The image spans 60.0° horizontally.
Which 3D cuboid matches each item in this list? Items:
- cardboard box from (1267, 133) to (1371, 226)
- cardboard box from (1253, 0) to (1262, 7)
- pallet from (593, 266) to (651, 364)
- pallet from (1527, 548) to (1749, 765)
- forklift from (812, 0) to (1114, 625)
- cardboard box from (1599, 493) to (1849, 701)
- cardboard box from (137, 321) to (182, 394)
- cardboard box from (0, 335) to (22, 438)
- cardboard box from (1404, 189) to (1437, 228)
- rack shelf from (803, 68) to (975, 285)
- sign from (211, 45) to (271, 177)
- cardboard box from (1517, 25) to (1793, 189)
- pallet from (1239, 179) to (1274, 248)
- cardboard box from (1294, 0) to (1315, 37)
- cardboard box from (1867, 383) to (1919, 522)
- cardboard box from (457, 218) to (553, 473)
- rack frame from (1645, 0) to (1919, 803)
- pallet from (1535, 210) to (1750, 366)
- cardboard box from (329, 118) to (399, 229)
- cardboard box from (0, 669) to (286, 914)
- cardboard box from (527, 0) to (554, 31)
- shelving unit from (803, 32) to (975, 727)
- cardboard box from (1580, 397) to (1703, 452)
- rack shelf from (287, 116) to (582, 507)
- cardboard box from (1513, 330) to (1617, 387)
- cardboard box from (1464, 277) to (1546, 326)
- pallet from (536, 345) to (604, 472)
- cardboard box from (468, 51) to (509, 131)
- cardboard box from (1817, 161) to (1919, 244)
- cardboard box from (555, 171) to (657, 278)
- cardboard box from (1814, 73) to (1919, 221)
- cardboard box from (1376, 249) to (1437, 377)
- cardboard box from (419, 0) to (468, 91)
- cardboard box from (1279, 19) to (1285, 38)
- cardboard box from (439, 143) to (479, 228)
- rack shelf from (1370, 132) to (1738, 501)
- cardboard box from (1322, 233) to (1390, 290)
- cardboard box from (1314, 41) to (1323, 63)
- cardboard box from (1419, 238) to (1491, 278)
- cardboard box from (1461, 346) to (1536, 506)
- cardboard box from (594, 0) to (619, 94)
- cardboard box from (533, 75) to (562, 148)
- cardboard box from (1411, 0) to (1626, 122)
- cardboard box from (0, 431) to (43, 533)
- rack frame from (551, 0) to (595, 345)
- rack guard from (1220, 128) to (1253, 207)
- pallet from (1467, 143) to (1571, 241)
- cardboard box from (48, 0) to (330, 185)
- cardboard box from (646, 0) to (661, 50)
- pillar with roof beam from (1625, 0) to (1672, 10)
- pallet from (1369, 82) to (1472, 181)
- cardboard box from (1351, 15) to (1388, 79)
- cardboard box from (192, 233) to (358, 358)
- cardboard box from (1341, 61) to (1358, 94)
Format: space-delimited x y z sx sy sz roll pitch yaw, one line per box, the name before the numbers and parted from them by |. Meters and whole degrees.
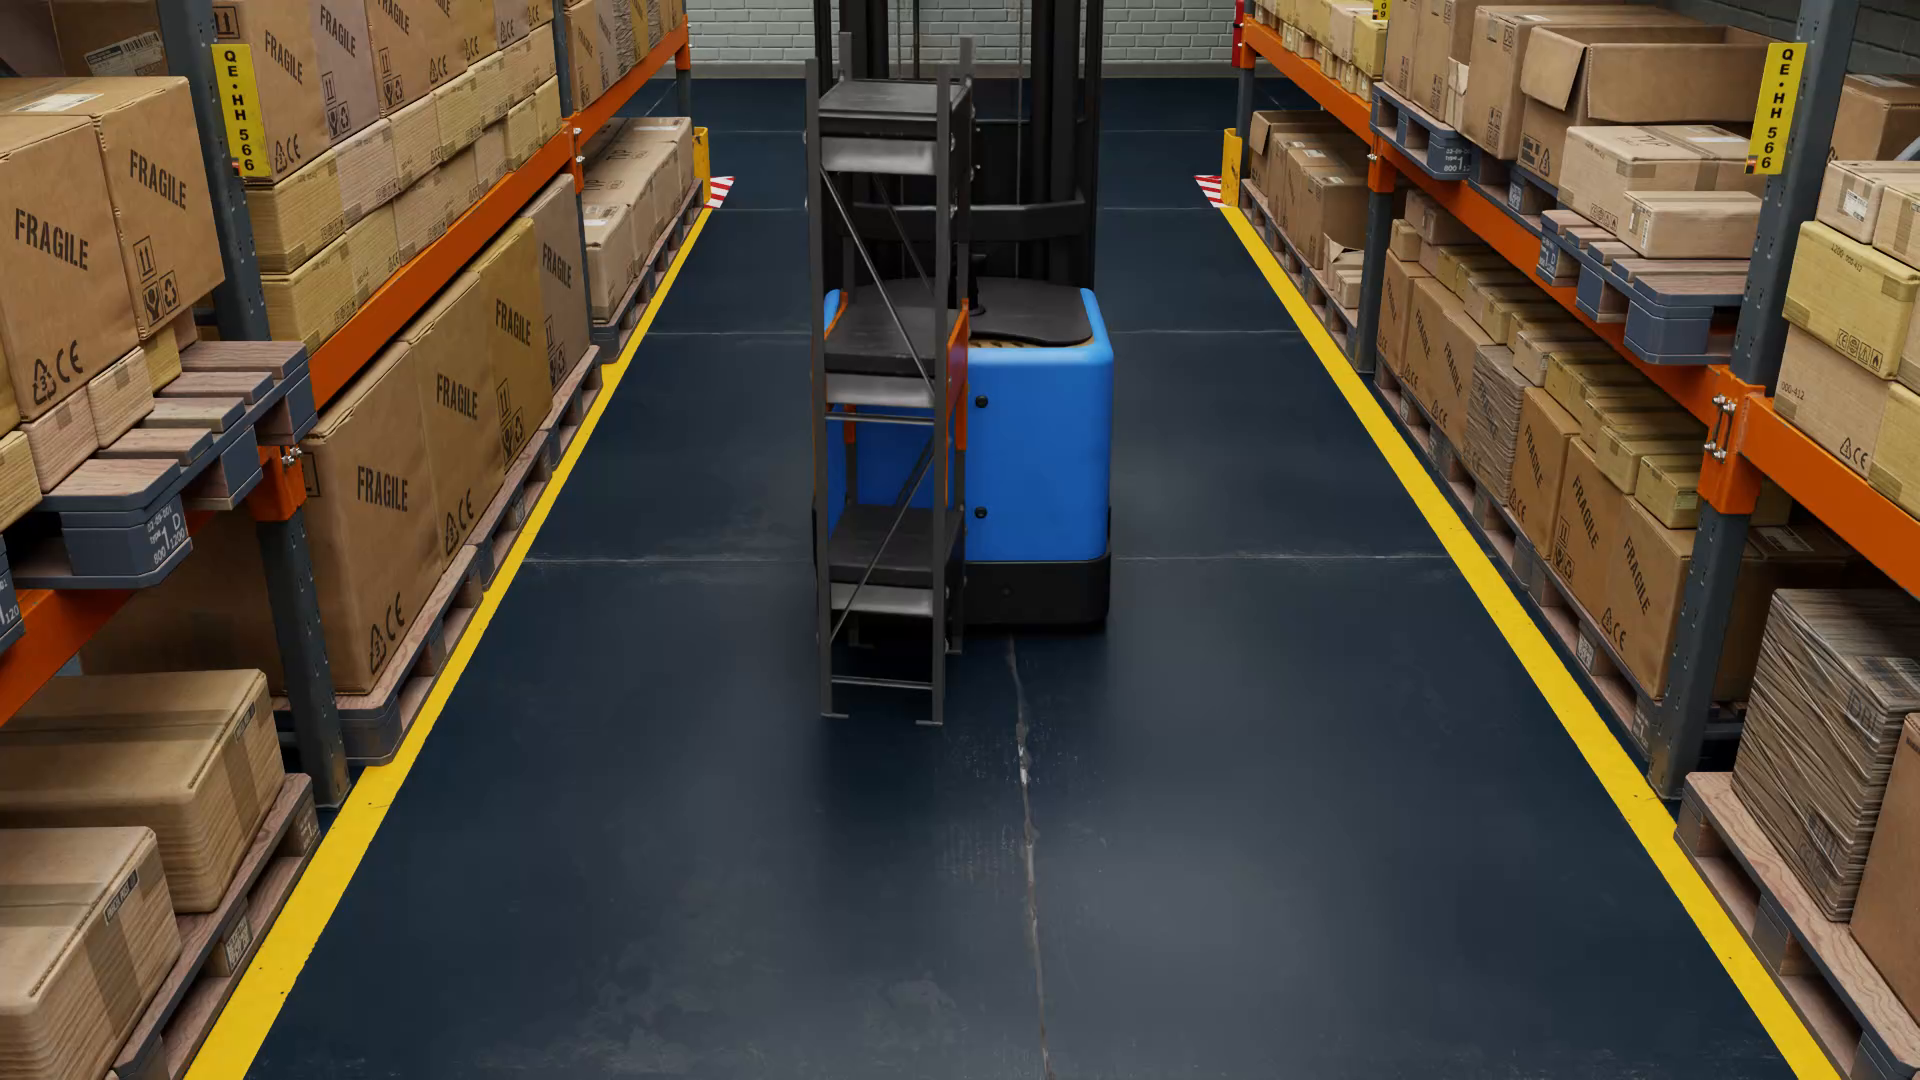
cardboard box | 2.405 -2.348 10.826 0.700 0.500 0.500 1 24 2
cardboard box | 2.258 -3.780 11.288 0.500 0.250 0.500 0 24 0
pallet | -2.327 -1.272 9.306 1.003 0.211 1.213 0 24 -1
pallet | 2.639 0.359 5.701 1.003 0.211 1.213 0 24 -1
forklift | -0.010 -1.595 6.720 1.130 2.935 3.031 0 24 -1
cardboard box | 2.390 0.170 5.258 0.500 0.500 0.500 0 24 1
cardboard box | -2.039 -0.413 3.818 0.380 0.149 0.250 0 24 0
cardboard box | -2.047 -0.346 2.883 0.500 0.500 0.500 -2 24 -4
cardboard box | 2.365 -1.587 7.995 0.380 0.149 0.250 -1 24 -1
rack shelf | -0.199 -1.082 4.915 0.431 0.518 0.480 4 25 6
sign | -1.811 -1.078 4.185 0.100 0.325 0.005 0 24 -1
cardboard box | 2.407 -1.514 5.823 0.797 0.503 0.637 -1 24 -2
pallet | 2.533 -2.270 11.514 1.003 0.211 1.213 0 24 -1
cardboard box | 2.299 -3.152 9.901 0.500 0.250 0.500 -1 24 -2
cardboard box | 2.371 -0.145 3.612 0.500 0.250 0.500 -1 24 -2
cardboard box | -2.293 -0.825 7.002 0.875 0.875 0.875 0 24 1
rack frame | 2.610 -0.604 4.446 1.000 3.000 0.127 0 24 -1
pallet | 2.532 -0.796 5.102 1.213 0.211 1.003 0 24 -1
cardboard box | -2.117 -1.163 5.256 0.500 0.250 0.500 0 24 1
cardboard box | -2.357 0.659 4.333 0.950 0.372 0.625 -2 24 -4
cardboard box | -2.141 -2.547 7.406 0.500 0.500 0.500 1 24 1
shelving unit | -0.209 -0.461 5.206 0.431 2.100 0.503 4 25 6
cardboard box | 2.358 -0.376 5.677 0.380 0.149 0.250 -1 24 -2
rack shelf | -2.375 -1.077 6.364 1.077 0.370 4.000 0 24 -1
cardboard box | 2.365 -0.701 6.397 0.380 0.149 0.250 -1 24 -3
cardboard box | 2.381 -1.016 7.093 0.380 0.149 0.250 0 24 -1
pallet | -2.313 -0.640 7.910 1.003 0.211 1.213 0 24 -1
cardboard box | -2.125 -1.788 6.639 0.500 0.250 0.500 0 24 1
cardboard box | 2.319 -0.813 3.998 0.380 0.149 0.250 0 24 1
cardboard box | -2.307 -1.881 9.868 0.875 0.438 0.875 -1 24 -2
cardboard box | 2.760 -1.054 4.809 0.500 0.500 0.500 1 24 2
cardboard box | 2.346 -1.104 8.076 0.500 0.500 0.500 1 24 2
cardboard box | -2.122 -1.911 6.001 0.500 0.500 0.500 0 24 0
cardboard box | 2.280 -3.332 10.783 0.380 0.149 0.250 0 24 1
cardboard box | -2.139 -1.346 6.268 0.500 0.250 0.500 0 24 -1
rack shelf | 2.588 -1.101 6.416 1.077 0.370 4.000 0 24 -1
cardboard box | 2.262 -1.573 9.397 0.396 0.266 0.258 1 24 1
cardboard box | 2.311 -2.904 9.836 0.380 0.149 0.250 0 24 -1
cardboard box | 2.384 -1.338 7.804 0.380 0.149 0.250 -1 24 -2
cardboard box | 2.363 -0.466 6.663 0.500 0.500 0.500 -1 24 -2
cardboard box | -2.142 -2.676 8.906 0.500 0.500 0.500 0 24 0
cardboard box | -2.140 -1.977 7.662 0.500 0.250 0.500 -1 24 -2
cardboard box | 2.353 -2.076 7.068 0.700 0.500 0.500 0 24 0
cardboard box | -1.980 -0.092 3.109 0.380 0.149 0.250 0 24 0
rack frame | -2.397 -2.229 8.037 1.000 3.000 0.127 0 24 -1
rack guard | 2.523 -2.730 12.180 1.175 0.500 0.348 0 24 -1
pallet | 2.584 -1.318 6.257 1.003 0.211 1.213 0 24 -1
cardboard box | -2.114 -1.286 4.618 0.500 0.500 0.500 -1 24 -2
cardboard box | -2.165 -3.306 10.298 0.500 0.500 0.500 0 24 1
pillar with roof beam | -0.845 -5.257 7.454 9.100 9.000 0.400 0 24 -1
pallet | 2.466 -1.835 7.401 1.003 0.211 1.213 0 24 -1
cardboard box | 2.317 -2.528 8.521 0.500 0.250 0.500 0 24 1
cardboard box | -2.107 -0.715 4.872 0.500 0.250 0.500 -1 24 -1
cardboard box | 2.259 -2.482 8.904 0.380 0.149 0.250 0 24 1
